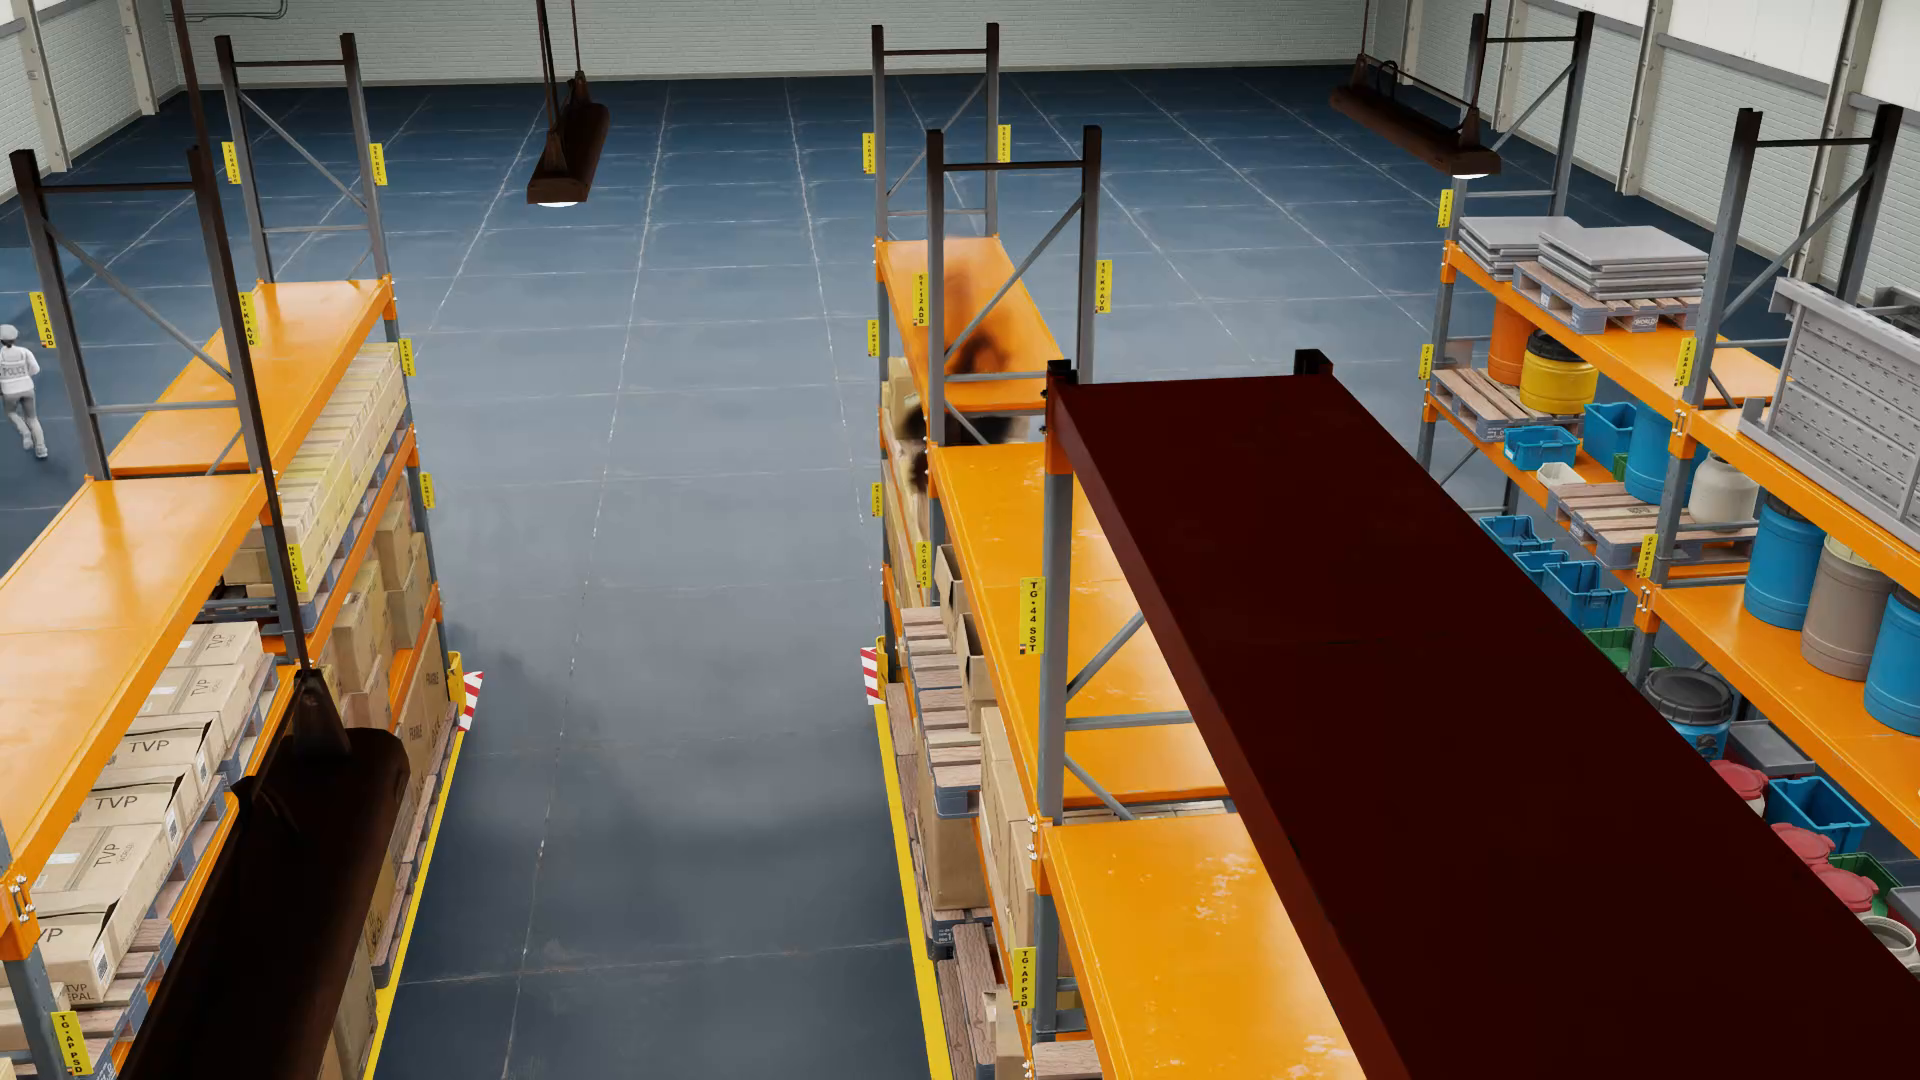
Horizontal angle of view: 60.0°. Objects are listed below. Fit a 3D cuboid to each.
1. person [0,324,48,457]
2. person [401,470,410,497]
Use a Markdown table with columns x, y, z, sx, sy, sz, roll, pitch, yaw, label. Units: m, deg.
| x | y | z | sx | sy | sz | roll | pitch | yaw | label |
| --- | --- | --- | --- | --- | --- | --- | --- | --- | --- |
| -11.605 | -1.831 | 20.435 | 0.639 | 1.658 | 0.679 | -20 | 32 | -35 | person |
| -5.859 | -0.185 | 16.884 | 0.633 | 1.731 | 0.661 | 19 | 32 | 35 | person |
